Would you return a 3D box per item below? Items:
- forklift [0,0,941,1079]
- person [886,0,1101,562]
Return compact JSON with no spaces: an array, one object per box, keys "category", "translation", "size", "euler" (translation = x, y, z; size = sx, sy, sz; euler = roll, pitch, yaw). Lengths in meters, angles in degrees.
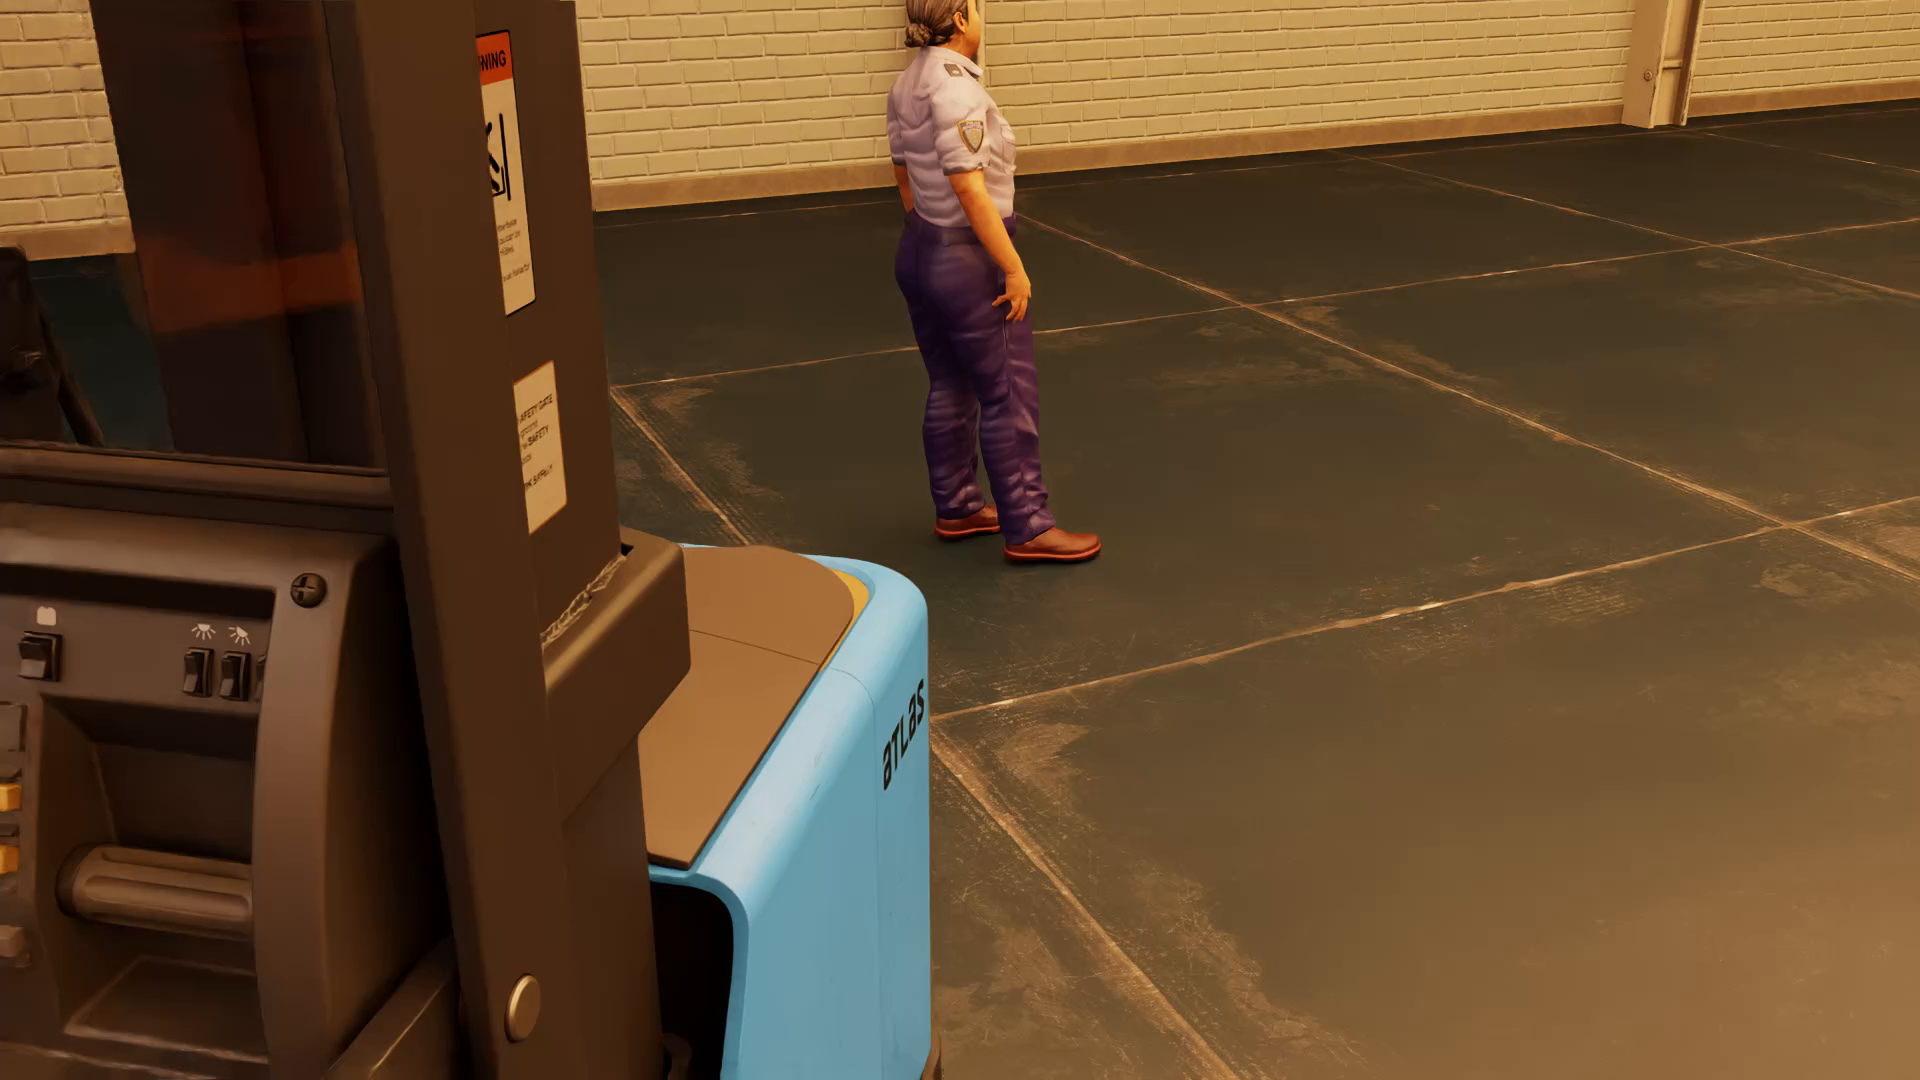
[{"category":"forklift","translation":[-0.848,0.179,0.856],"size":[1.130,2.935,3.031],"euler":[5,23,11]},{"category":"person","translation":[0.091,-0.775,4.803],"size":[0.503,1.651,0.598],"euler":[-10,25,-23]}]
